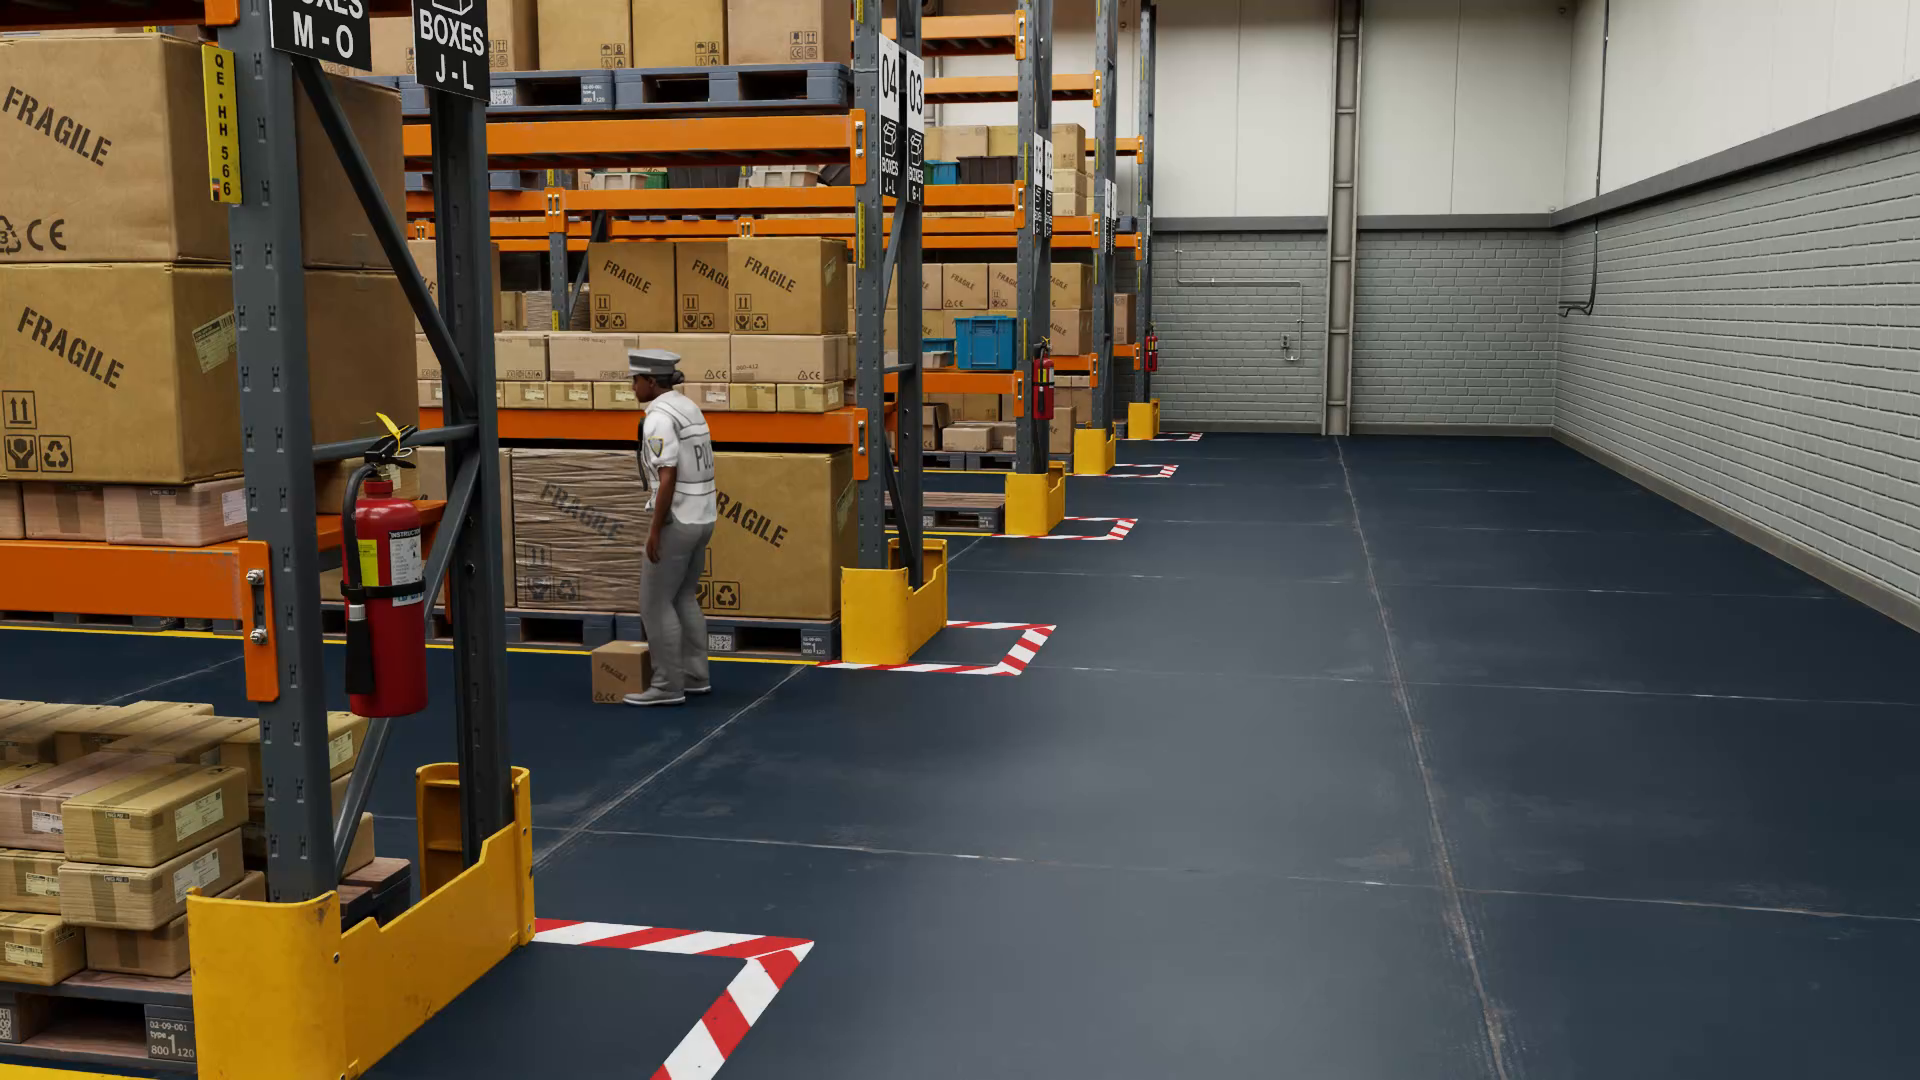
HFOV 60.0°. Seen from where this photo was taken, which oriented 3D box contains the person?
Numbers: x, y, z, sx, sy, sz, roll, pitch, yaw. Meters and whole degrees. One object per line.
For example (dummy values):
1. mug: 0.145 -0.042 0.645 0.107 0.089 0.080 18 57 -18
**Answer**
1. person: -1.357 -0.063 7.771 0.426 1.657 0.511 1 8 9
